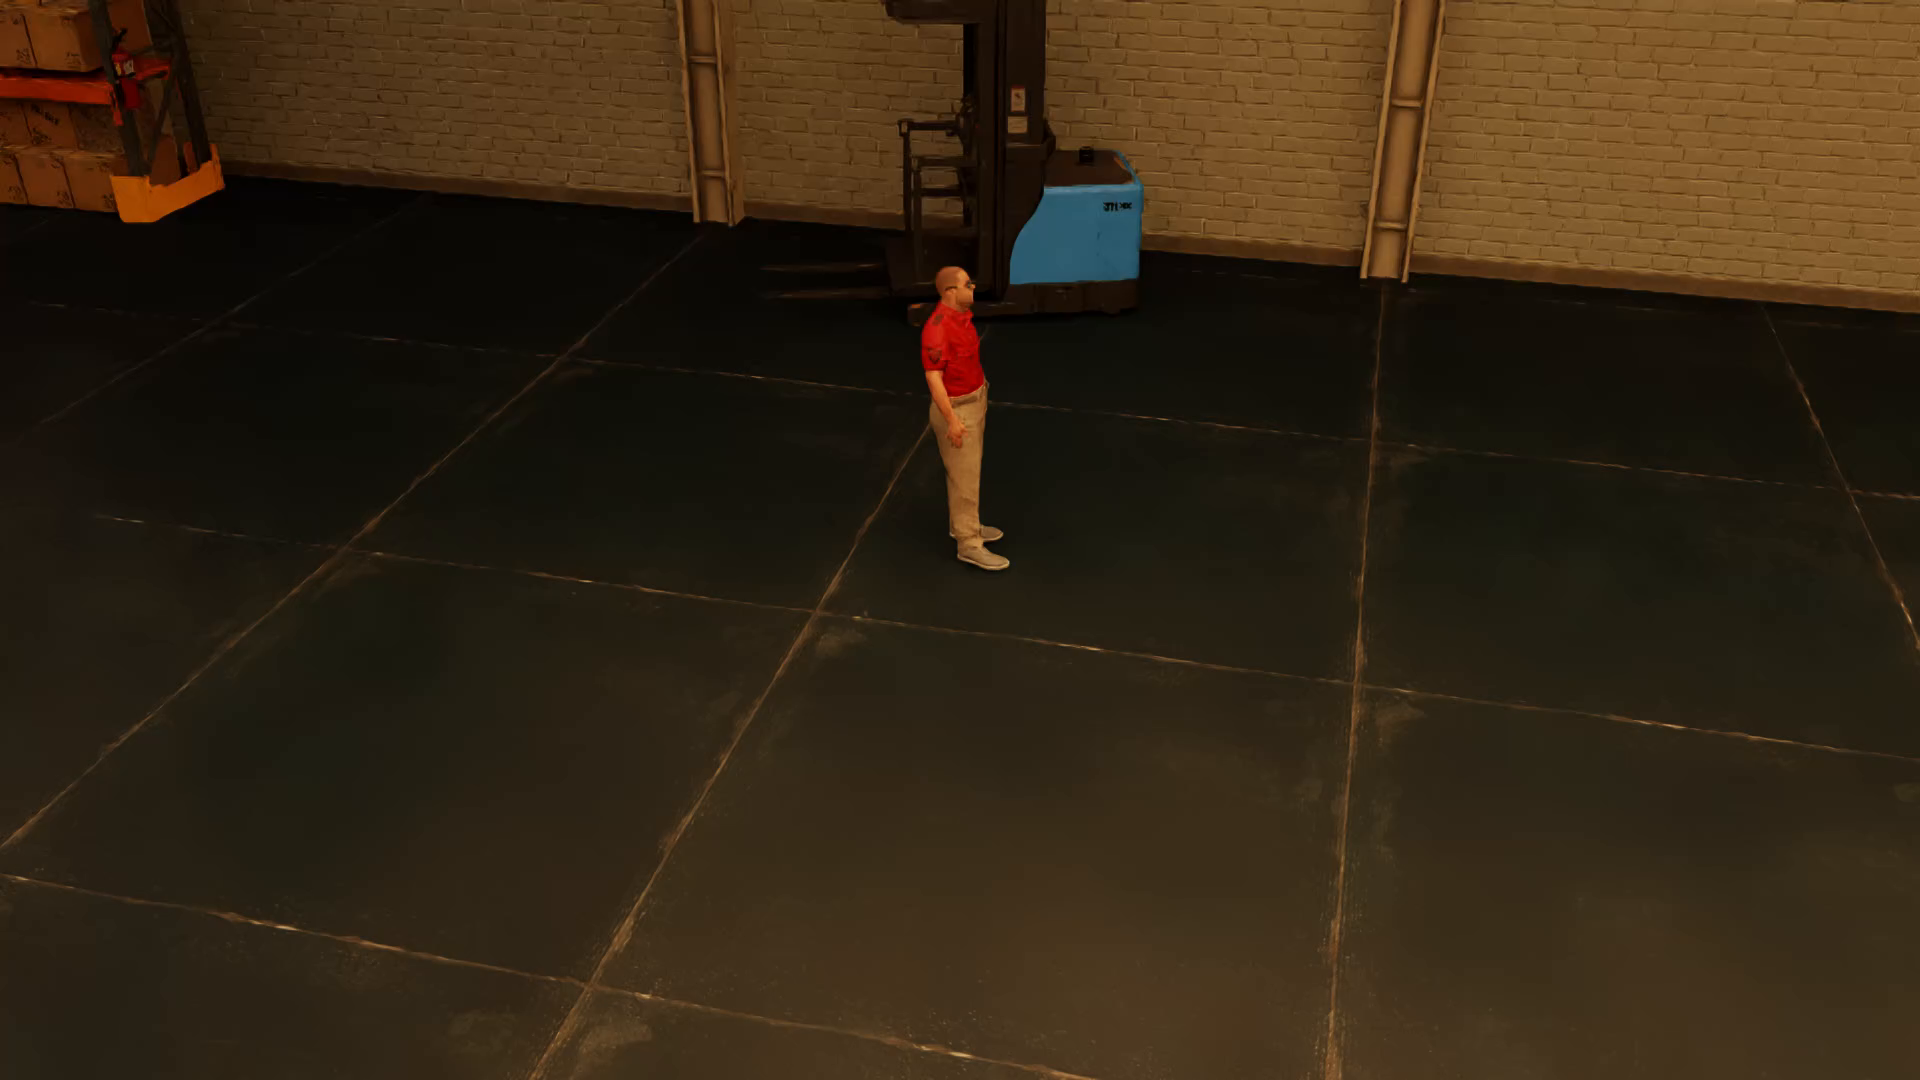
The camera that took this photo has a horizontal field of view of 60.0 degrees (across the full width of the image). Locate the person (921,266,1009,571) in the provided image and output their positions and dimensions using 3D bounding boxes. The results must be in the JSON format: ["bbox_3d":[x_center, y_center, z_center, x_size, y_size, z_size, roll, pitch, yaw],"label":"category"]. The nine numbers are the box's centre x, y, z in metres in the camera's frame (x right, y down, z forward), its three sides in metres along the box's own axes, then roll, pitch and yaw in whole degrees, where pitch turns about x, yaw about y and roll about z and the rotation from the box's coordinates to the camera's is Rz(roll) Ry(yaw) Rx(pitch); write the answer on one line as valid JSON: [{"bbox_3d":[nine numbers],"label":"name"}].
[{"bbox_3d":[0.084,-0.742,9.685,0.550,1.727,0.640,7,30,12],"label":"person"}]

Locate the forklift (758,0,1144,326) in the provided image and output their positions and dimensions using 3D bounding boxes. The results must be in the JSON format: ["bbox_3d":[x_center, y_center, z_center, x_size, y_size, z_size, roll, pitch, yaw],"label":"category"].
[{"bbox_3d":[-0.115,-3.241,12.890,3.031,2.935,1.130,-3,30,-5],"label":"forklift"}]
